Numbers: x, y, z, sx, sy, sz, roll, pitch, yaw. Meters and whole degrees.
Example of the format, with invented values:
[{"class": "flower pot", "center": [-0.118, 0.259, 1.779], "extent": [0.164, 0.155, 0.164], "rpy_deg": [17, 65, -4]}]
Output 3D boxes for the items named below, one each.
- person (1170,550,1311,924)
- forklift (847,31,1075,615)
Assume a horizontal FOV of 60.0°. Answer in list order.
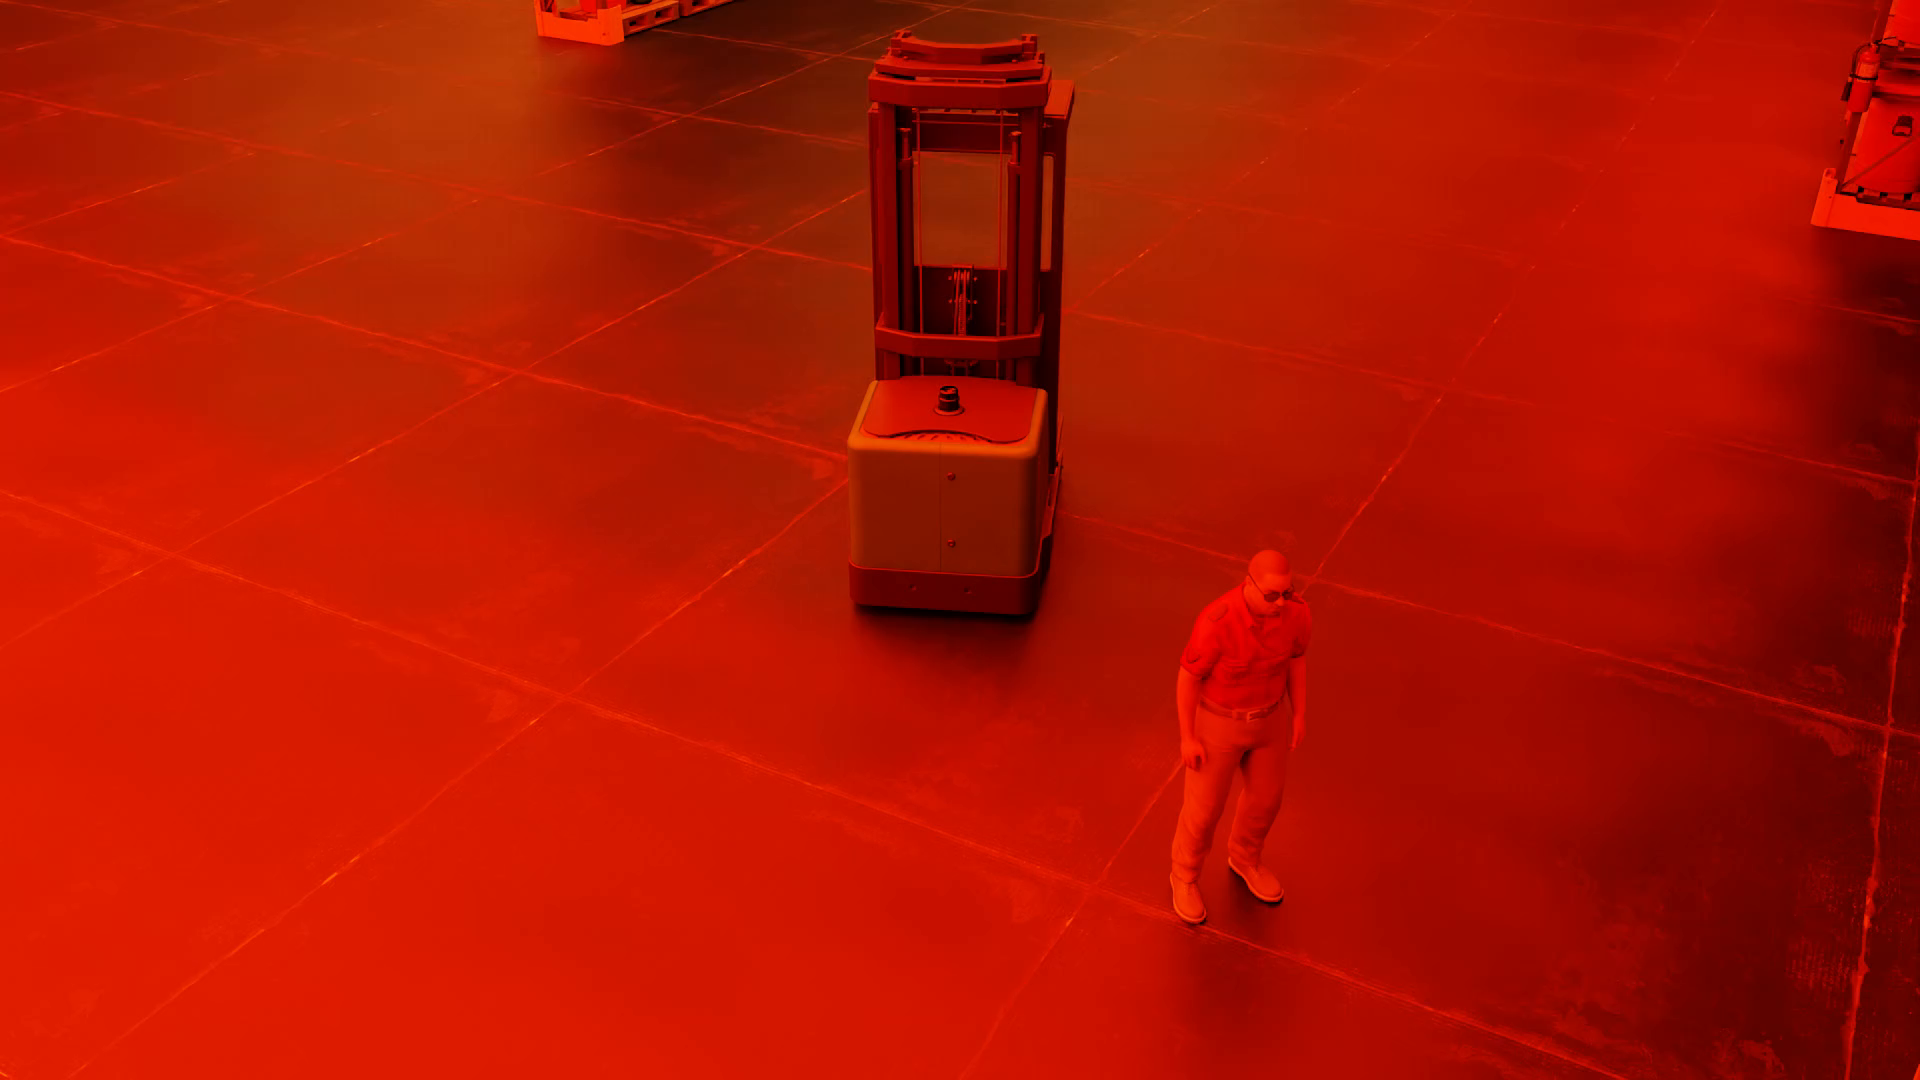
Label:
[{"class": "person", "center": [1.174, 0.777, 6.927], "extent": [0.585, 1.727, 0.391], "rpy_deg": [-10, 31, -17]}, {"class": "forklift", "center": [0.072, -1.572, 9.794], "extent": [1.130, 2.935, 3.031], "rpy_deg": [3, 30, 6]}]
